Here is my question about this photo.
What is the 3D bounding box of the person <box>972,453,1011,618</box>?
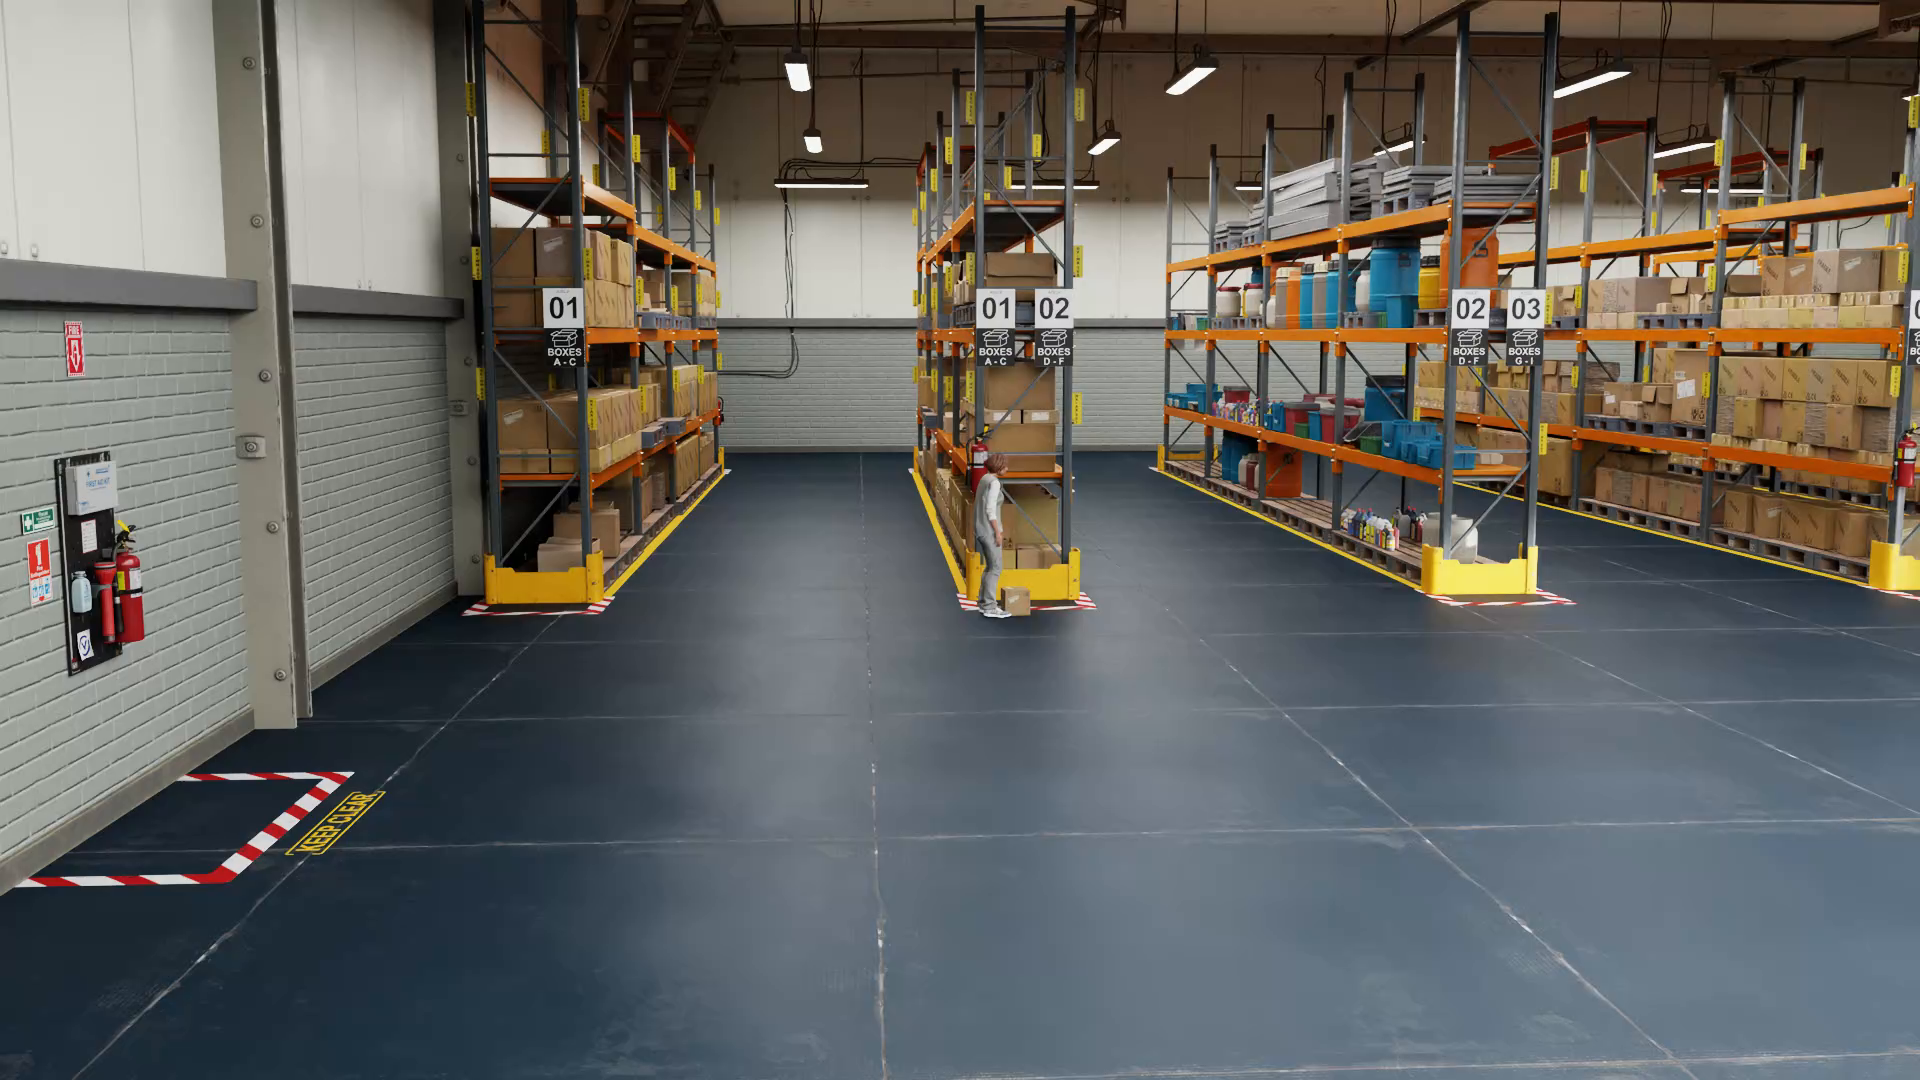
[{"bbox_3d":[0.303,-0.055,16.256,0.343,1.591,0.464,-1,7,-10],"label":"person"}]
